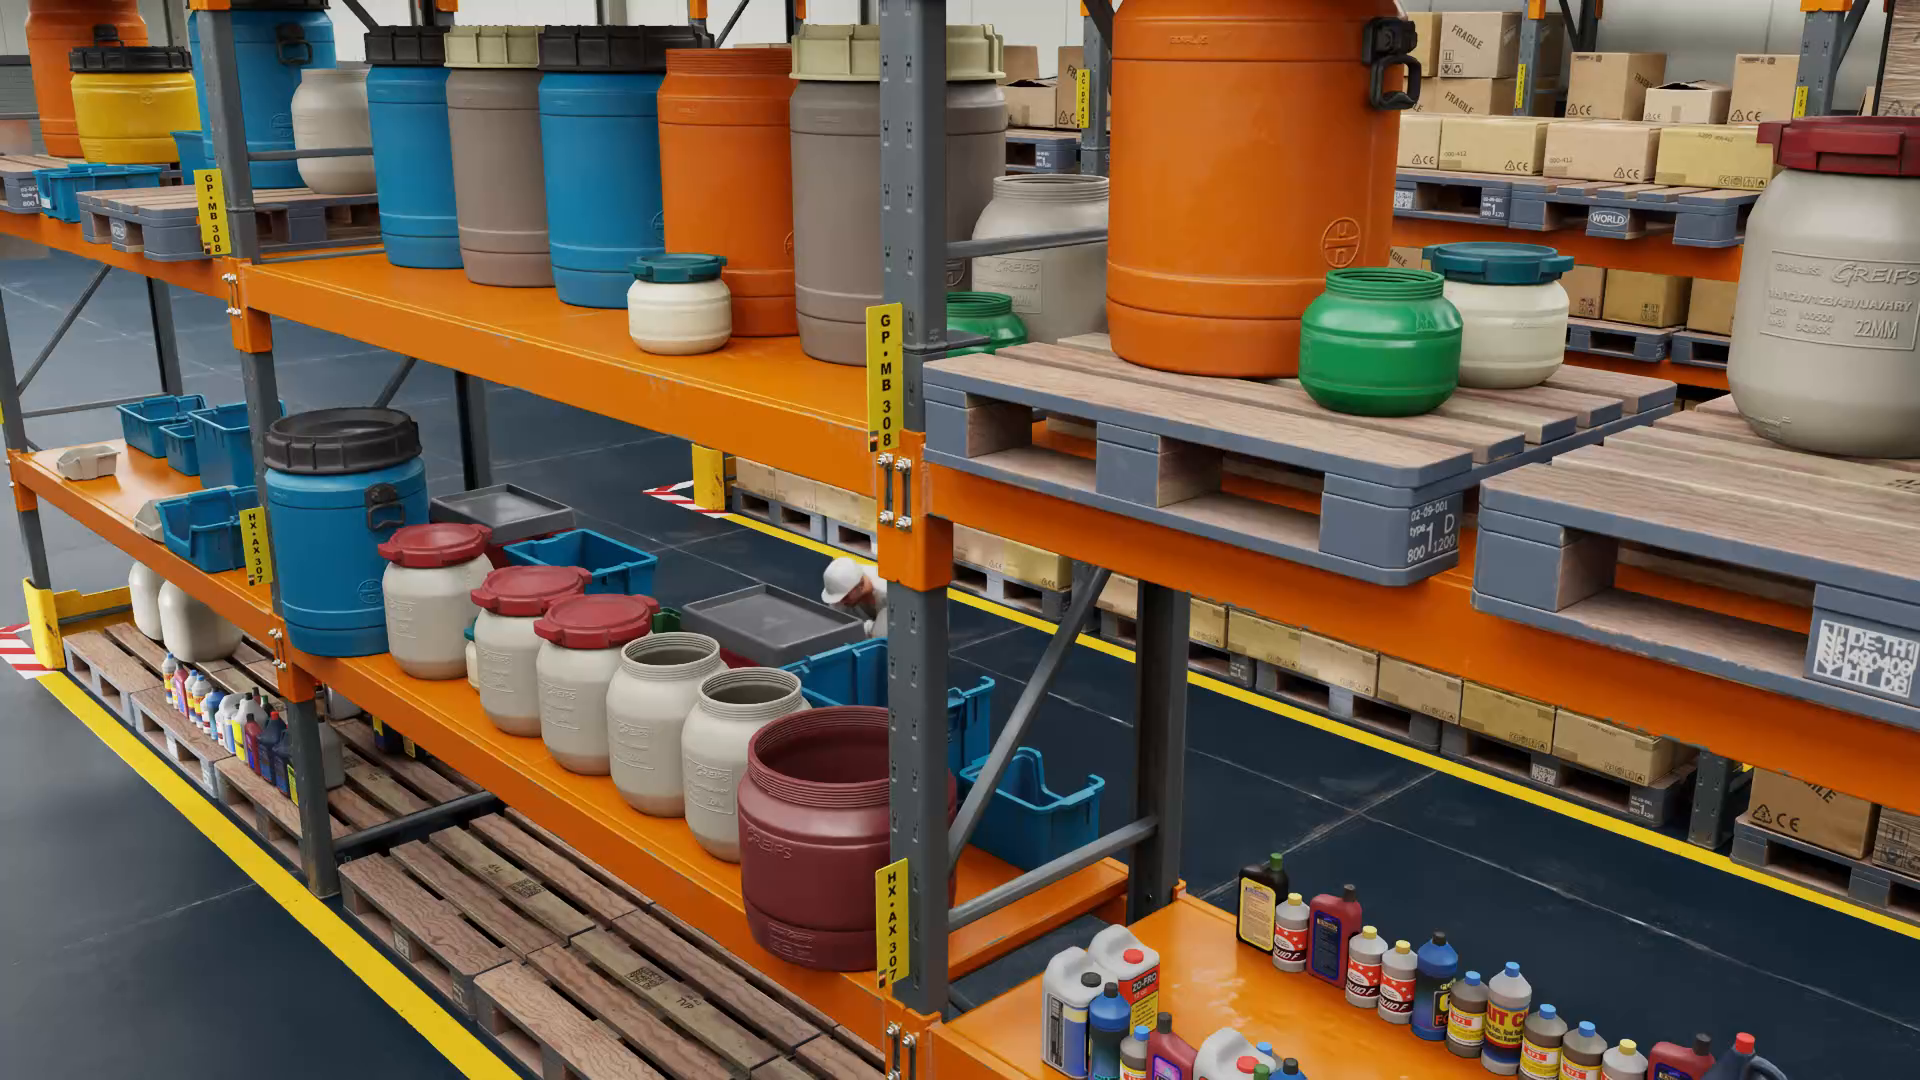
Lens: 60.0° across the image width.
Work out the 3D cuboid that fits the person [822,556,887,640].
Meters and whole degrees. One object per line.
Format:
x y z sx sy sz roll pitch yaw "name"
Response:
-0.454 0.504 9.223 0.882 1.002 0.547 -16 23 -42 "person"
